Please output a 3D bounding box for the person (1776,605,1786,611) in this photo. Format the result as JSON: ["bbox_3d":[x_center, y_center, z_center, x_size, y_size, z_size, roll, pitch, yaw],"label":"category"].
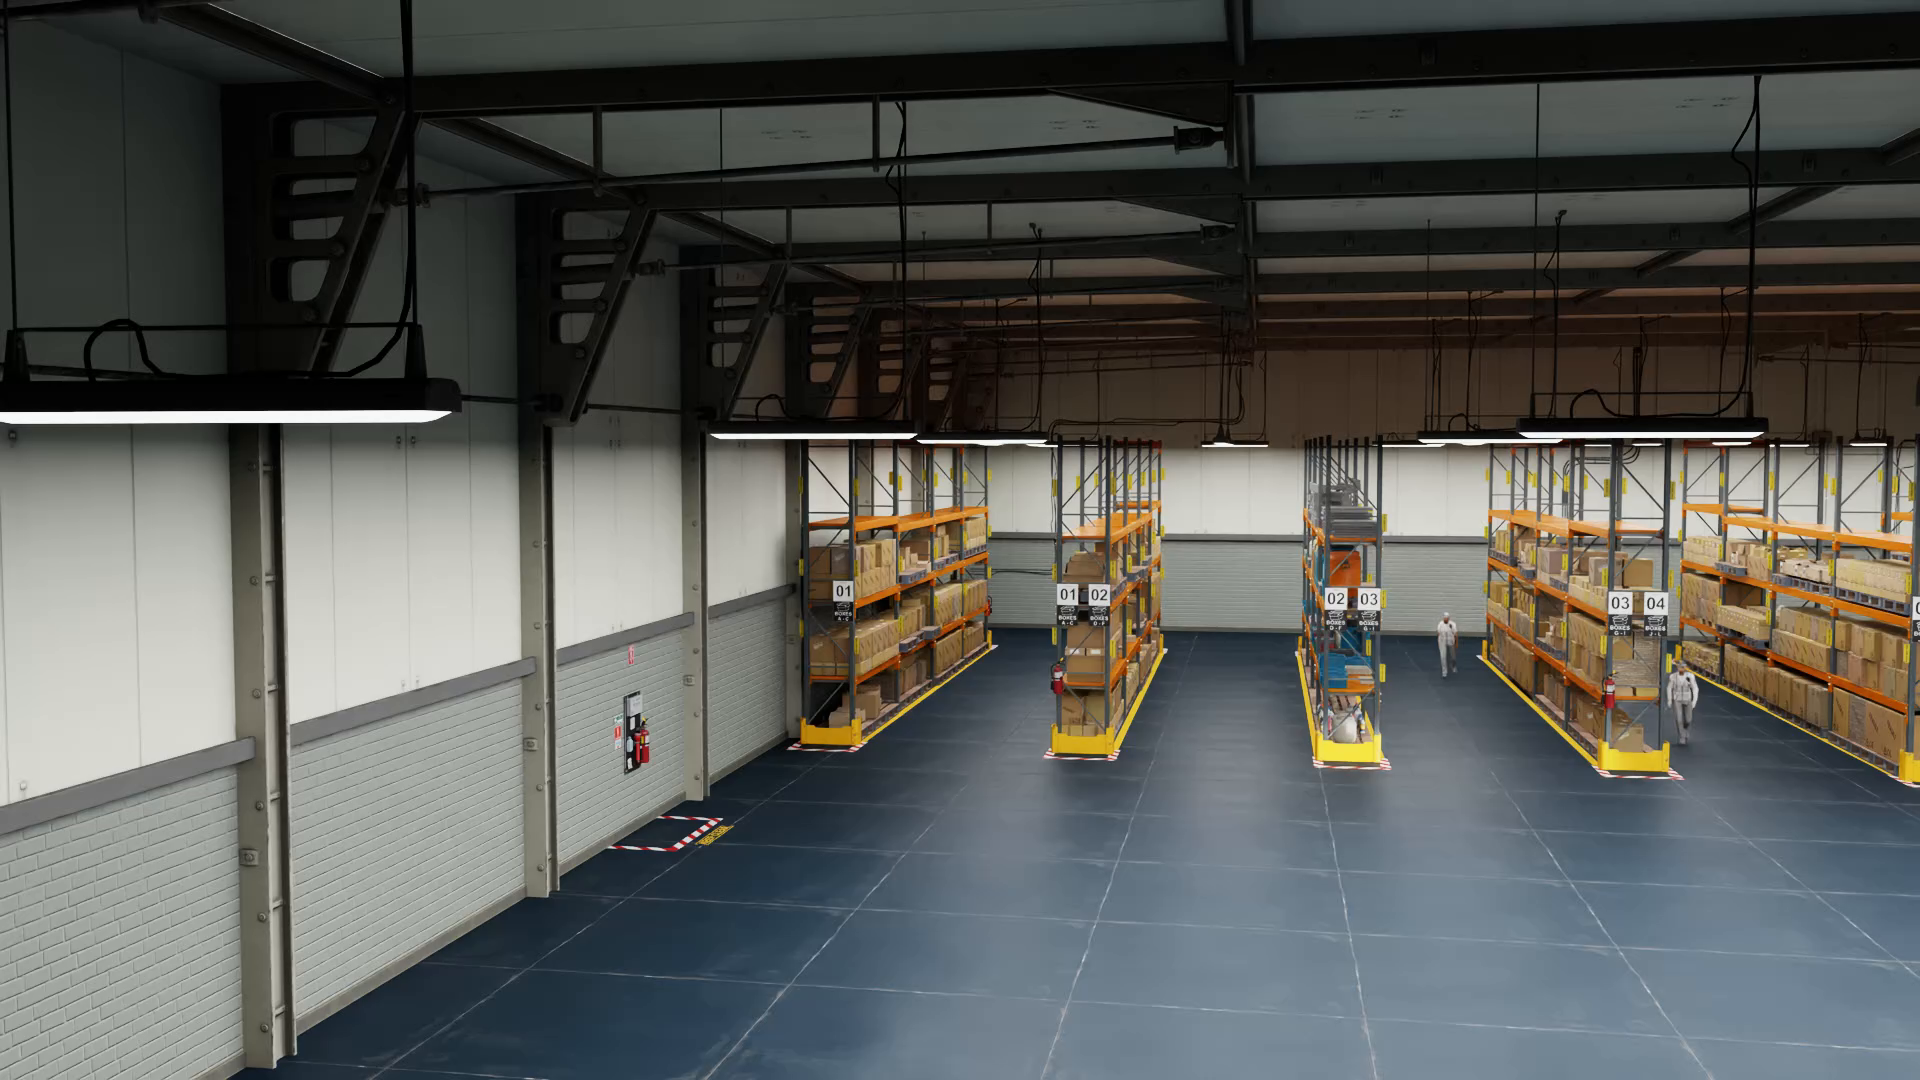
[{"bbox_3d":[20.931,2.539,42.154,0.648,1.784,0.476,1,3,11],"label":"person"}]

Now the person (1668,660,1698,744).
[{"bbox_3d":[14.145,3.143,32.554,0.550,1.655,0.582,1,3,23],"label":"person"}]

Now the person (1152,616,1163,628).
[{"bbox_3d":[5.520,2.311,48.264,0.623,1.770,0.652,1,3,24],"label":"person"}]

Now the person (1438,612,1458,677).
[{"bbox_3d":[12.368,2.627,42.149,0.504,1.624,0.895,1,3,19],"label":"person"}]
